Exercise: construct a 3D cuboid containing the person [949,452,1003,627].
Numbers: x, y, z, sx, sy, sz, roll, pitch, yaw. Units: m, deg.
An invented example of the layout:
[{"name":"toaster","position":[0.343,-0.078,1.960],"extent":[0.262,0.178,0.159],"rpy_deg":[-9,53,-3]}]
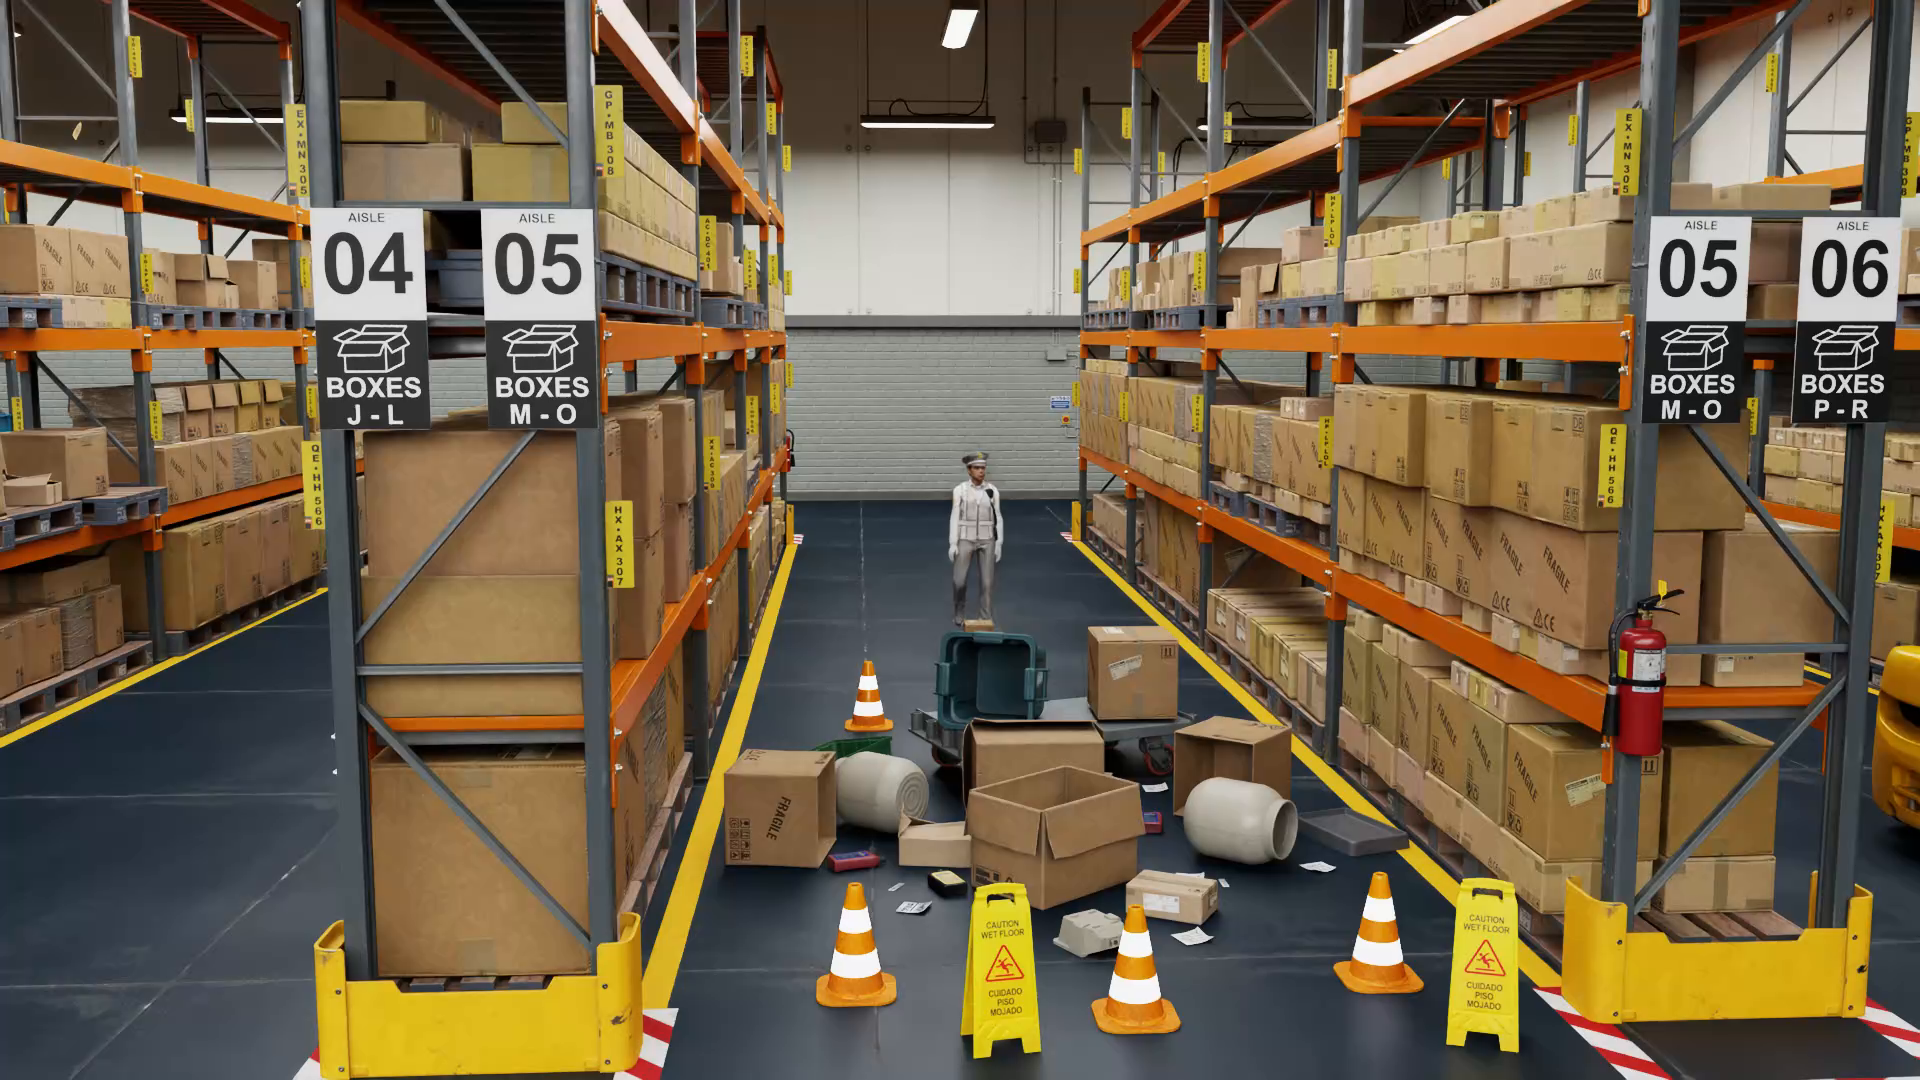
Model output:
[{"name":"person","position":[0.152,0.031,15.176],"extent":[0.521,1.675,0.643],"rpy_deg":[-1,7,-8]}]
